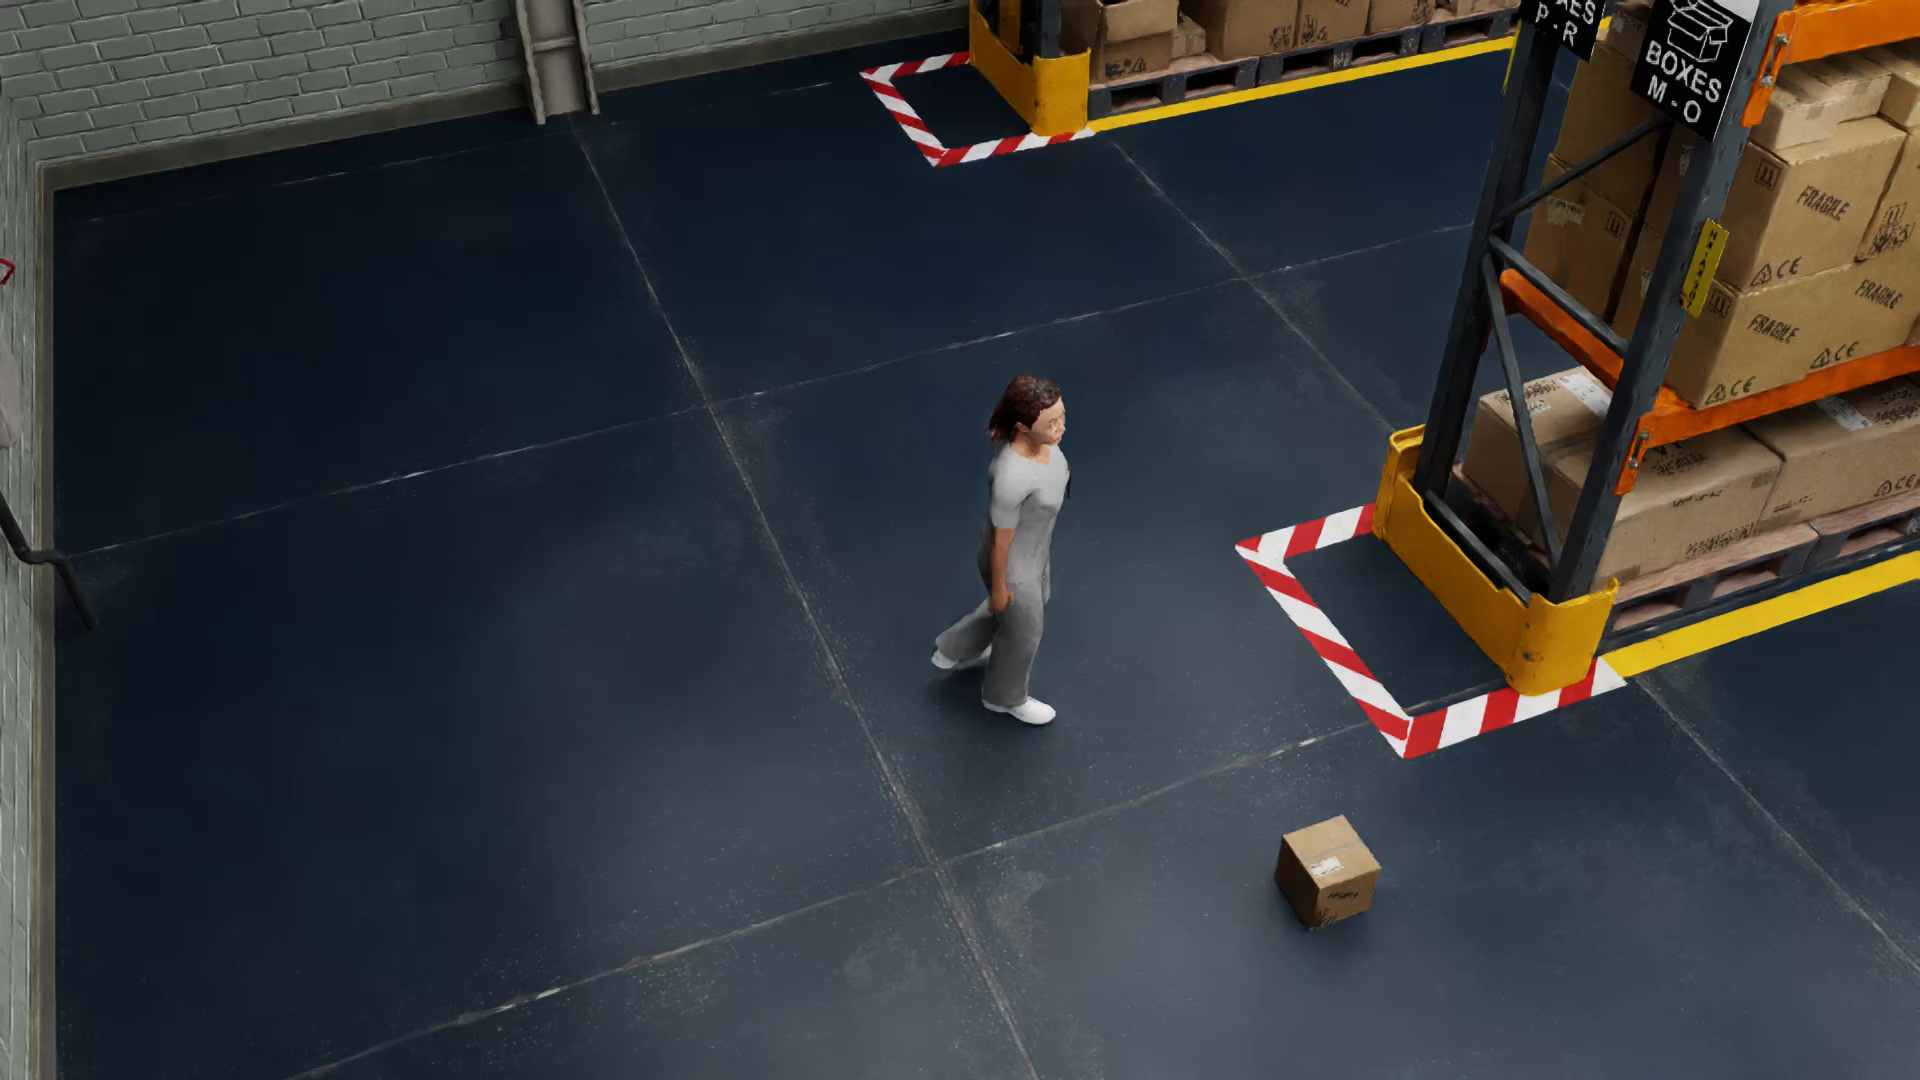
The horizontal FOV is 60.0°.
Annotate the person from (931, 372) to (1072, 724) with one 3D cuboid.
[{"bbox_3d":[0.132,0.032,6.129,0.530,1.662,0.504,8,43,9],"label":"person"}]
